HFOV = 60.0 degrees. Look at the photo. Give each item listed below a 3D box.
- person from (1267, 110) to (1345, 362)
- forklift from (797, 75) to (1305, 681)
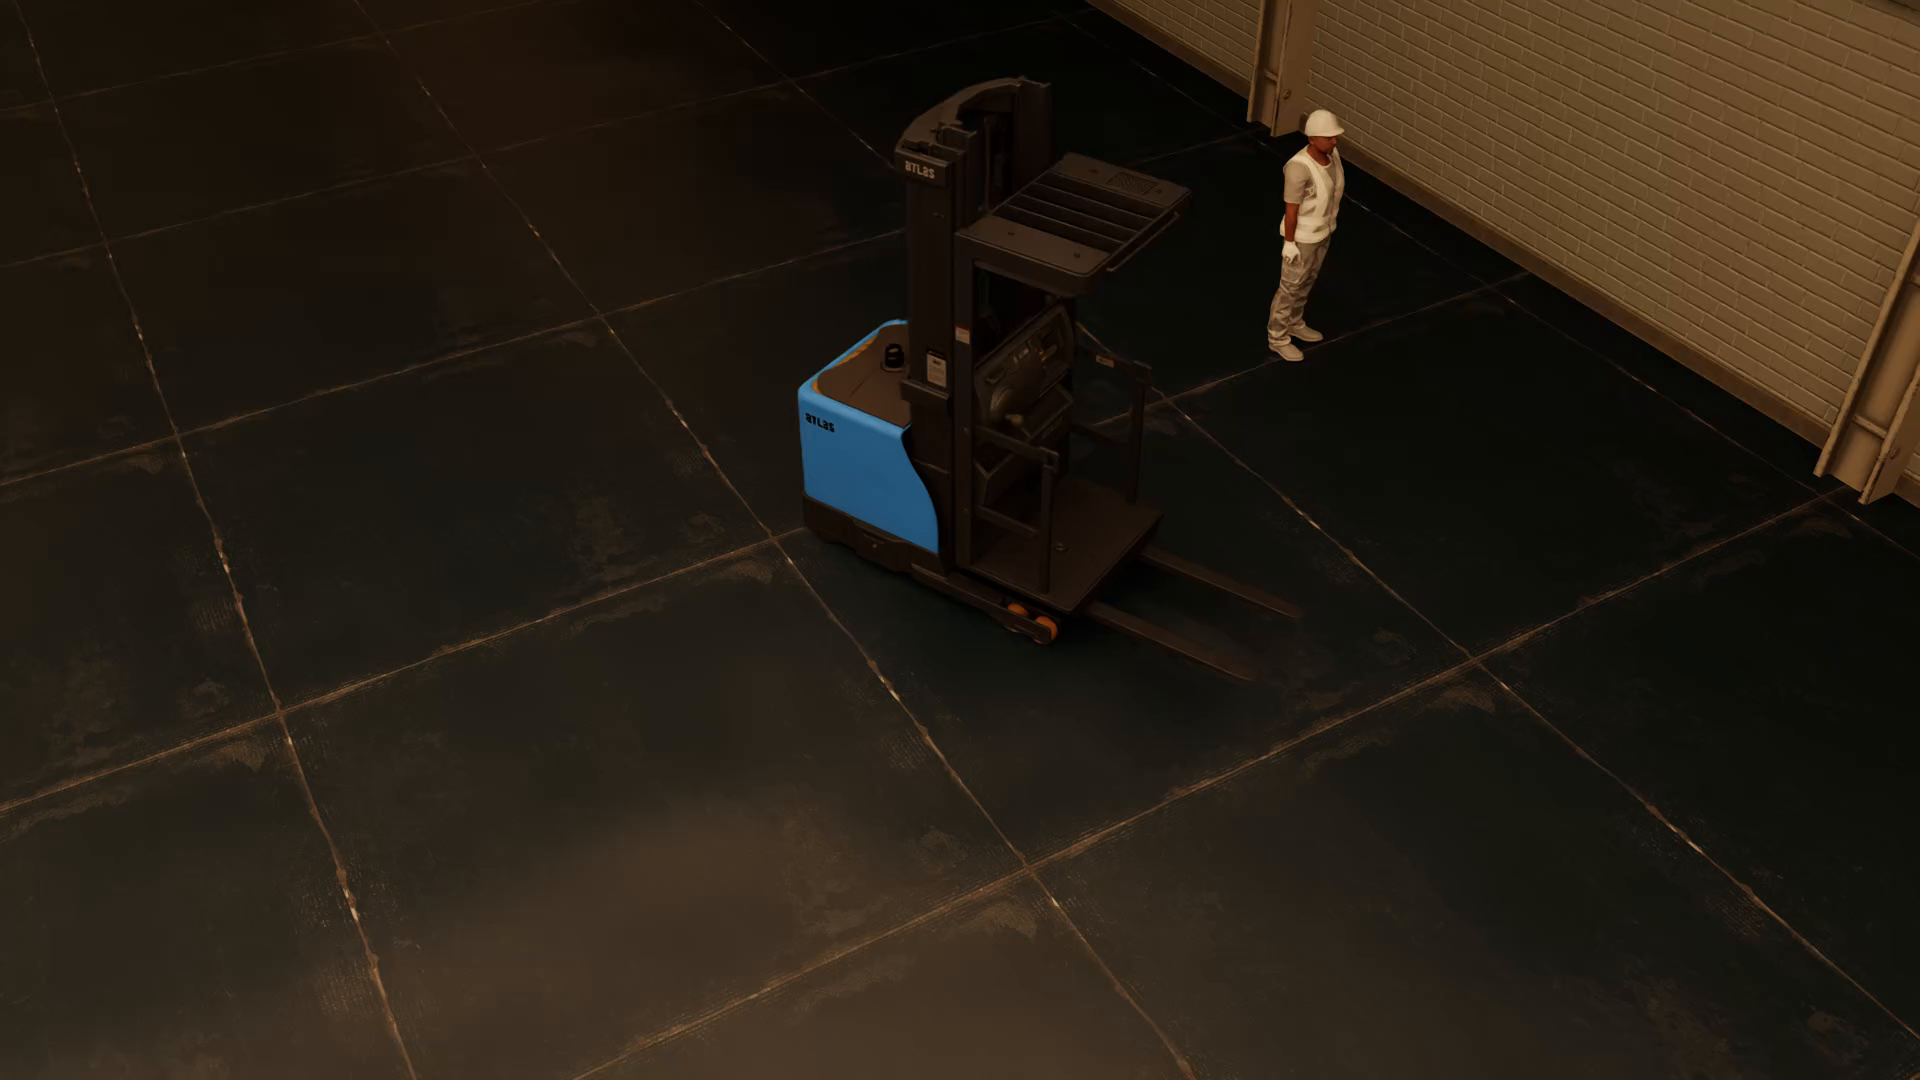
[{"bbox_3d":[2.414,-2.118,11.486,0.368,1.790,0.557,26,46,28],"label":"person"},{"bbox_3d":[0.531,-0.911,9.135,3.031,2.935,1.130,24,45,26],"label":"forklift"}]
